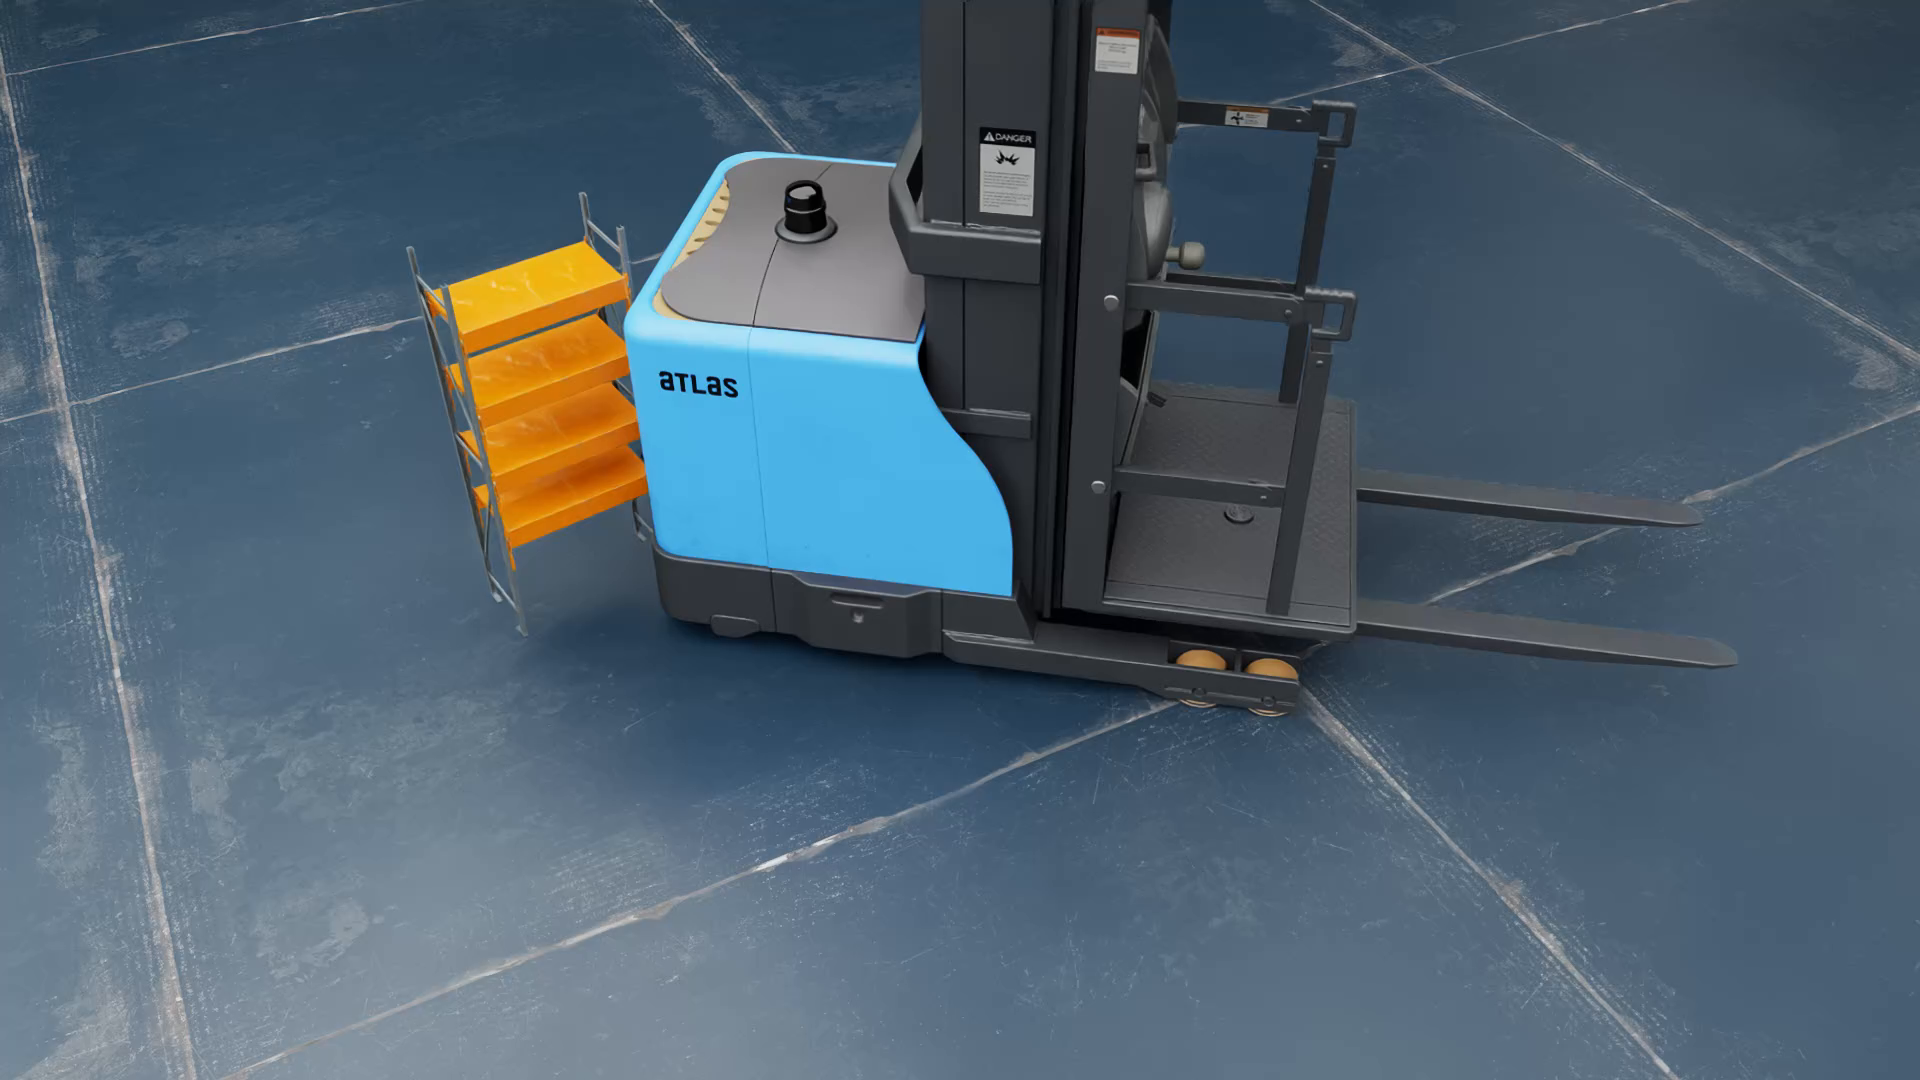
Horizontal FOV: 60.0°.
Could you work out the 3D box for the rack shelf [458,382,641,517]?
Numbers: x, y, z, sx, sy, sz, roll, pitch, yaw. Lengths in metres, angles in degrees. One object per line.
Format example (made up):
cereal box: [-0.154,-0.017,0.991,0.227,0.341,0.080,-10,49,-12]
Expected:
rack shelf: [-1.153,-0.276,4.751,0.480,0.148,0.258,-25,46,-27]

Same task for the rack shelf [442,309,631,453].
rack shelf: [-1.153,-0.447,4.607,0.480,0.148,0.258,-25,46,-27]

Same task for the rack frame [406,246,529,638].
rack frame: [-1.350,-0.234,4.598,0.015,1.200,0.240,-25,46,-27]

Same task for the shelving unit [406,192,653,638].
shelving unit: [-1.153,-0.327,4.708,0.503,1.200,0.258,-25,46,-27]

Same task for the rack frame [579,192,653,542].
rack frame: [-0.956,-0.420,4.818,0.015,1.200,0.240,-25,46,-27]

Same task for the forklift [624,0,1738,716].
forklift: [0.679,-0.998,4.160,3.031,2.935,1.130,7,41,8]

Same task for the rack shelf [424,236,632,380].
rack shelf: [-1.153,-0.627,4.454,0.480,0.148,0.258,-25,46,-27]

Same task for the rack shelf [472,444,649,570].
rack shelf: [-1.153,-0.124,4.880,0.480,0.148,0.258,-25,46,-27]
